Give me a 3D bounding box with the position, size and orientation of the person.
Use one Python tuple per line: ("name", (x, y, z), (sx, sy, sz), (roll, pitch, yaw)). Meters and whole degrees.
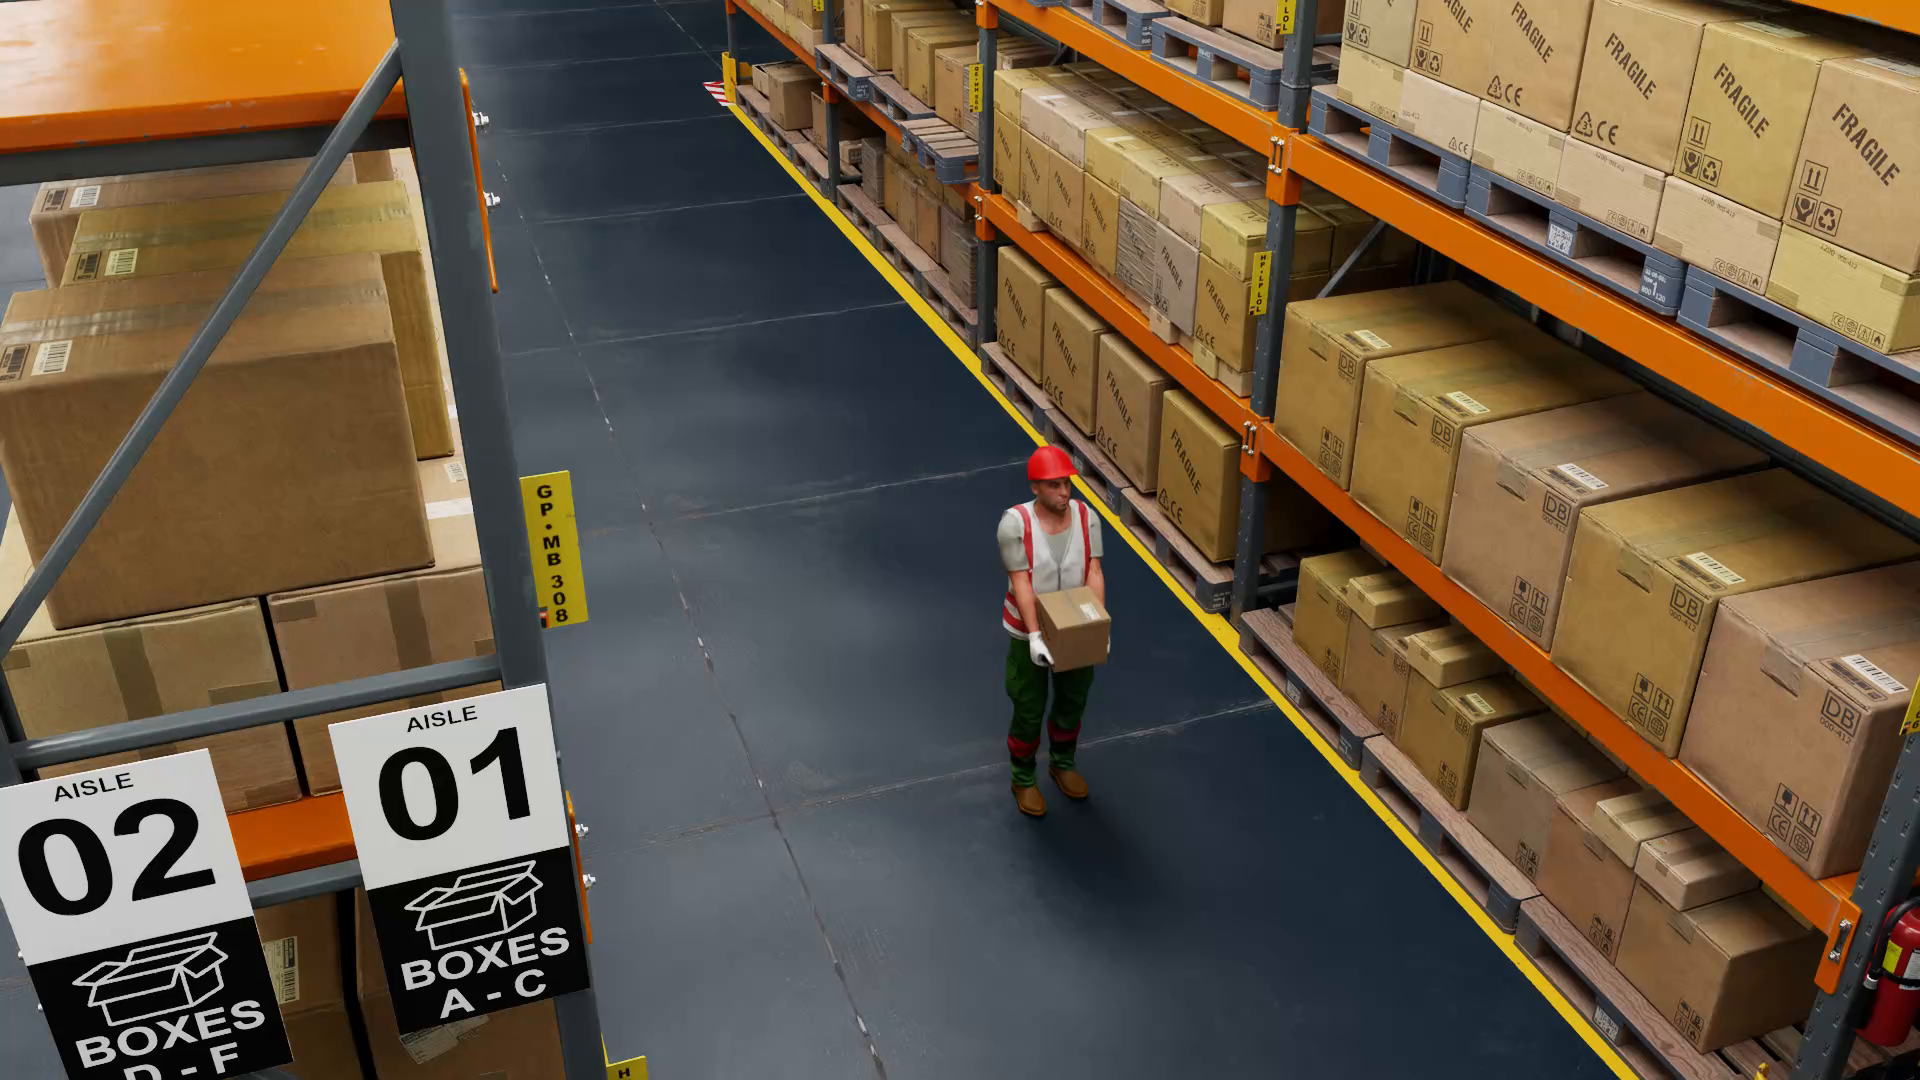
("person", (0.445, 0.453, 7.532), (0.493, 1.782, 0.570), (-10, 31, -17))
